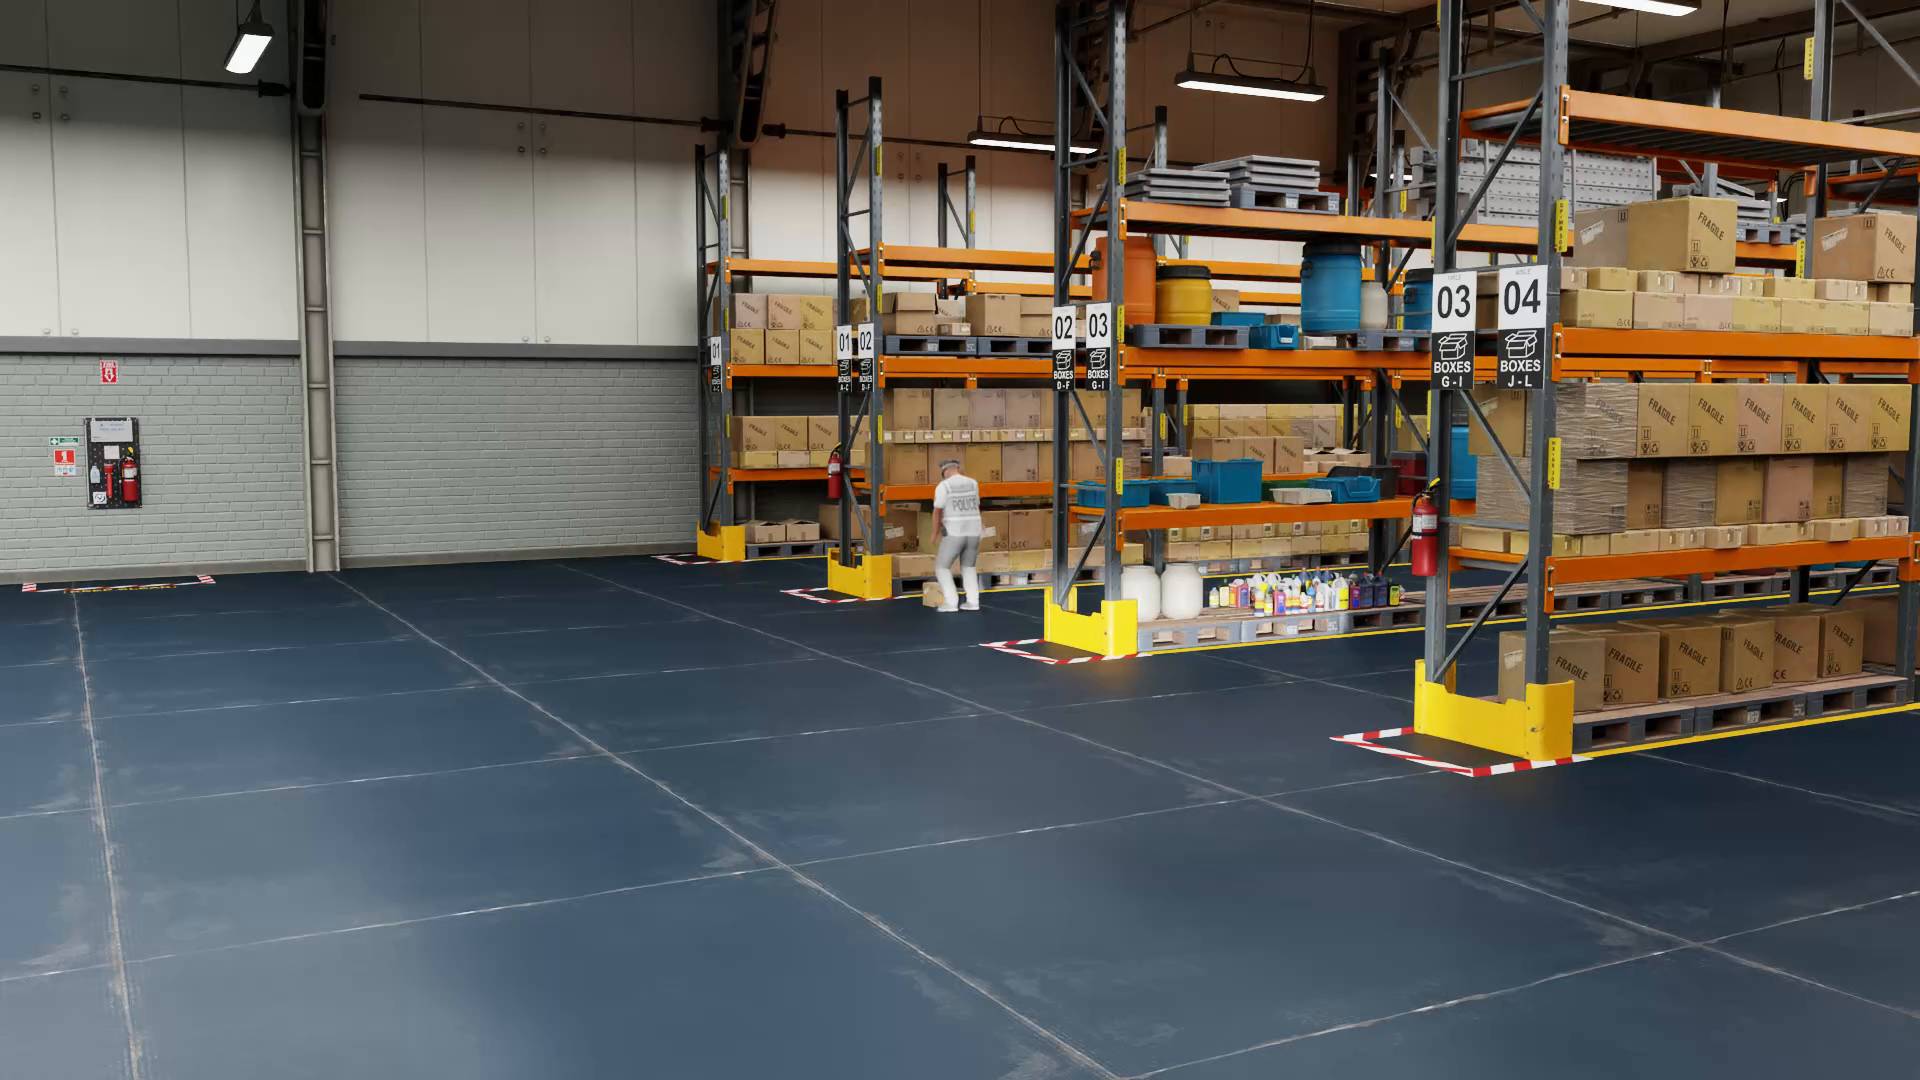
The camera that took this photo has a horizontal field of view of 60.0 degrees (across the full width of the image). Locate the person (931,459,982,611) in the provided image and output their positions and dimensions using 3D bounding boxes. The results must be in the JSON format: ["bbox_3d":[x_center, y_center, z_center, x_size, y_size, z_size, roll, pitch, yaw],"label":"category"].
[{"bbox_3d":[-0.042,-0.051,18.297,0.564,1.678,0.539,-3,6,-27],"label":"person"}]
